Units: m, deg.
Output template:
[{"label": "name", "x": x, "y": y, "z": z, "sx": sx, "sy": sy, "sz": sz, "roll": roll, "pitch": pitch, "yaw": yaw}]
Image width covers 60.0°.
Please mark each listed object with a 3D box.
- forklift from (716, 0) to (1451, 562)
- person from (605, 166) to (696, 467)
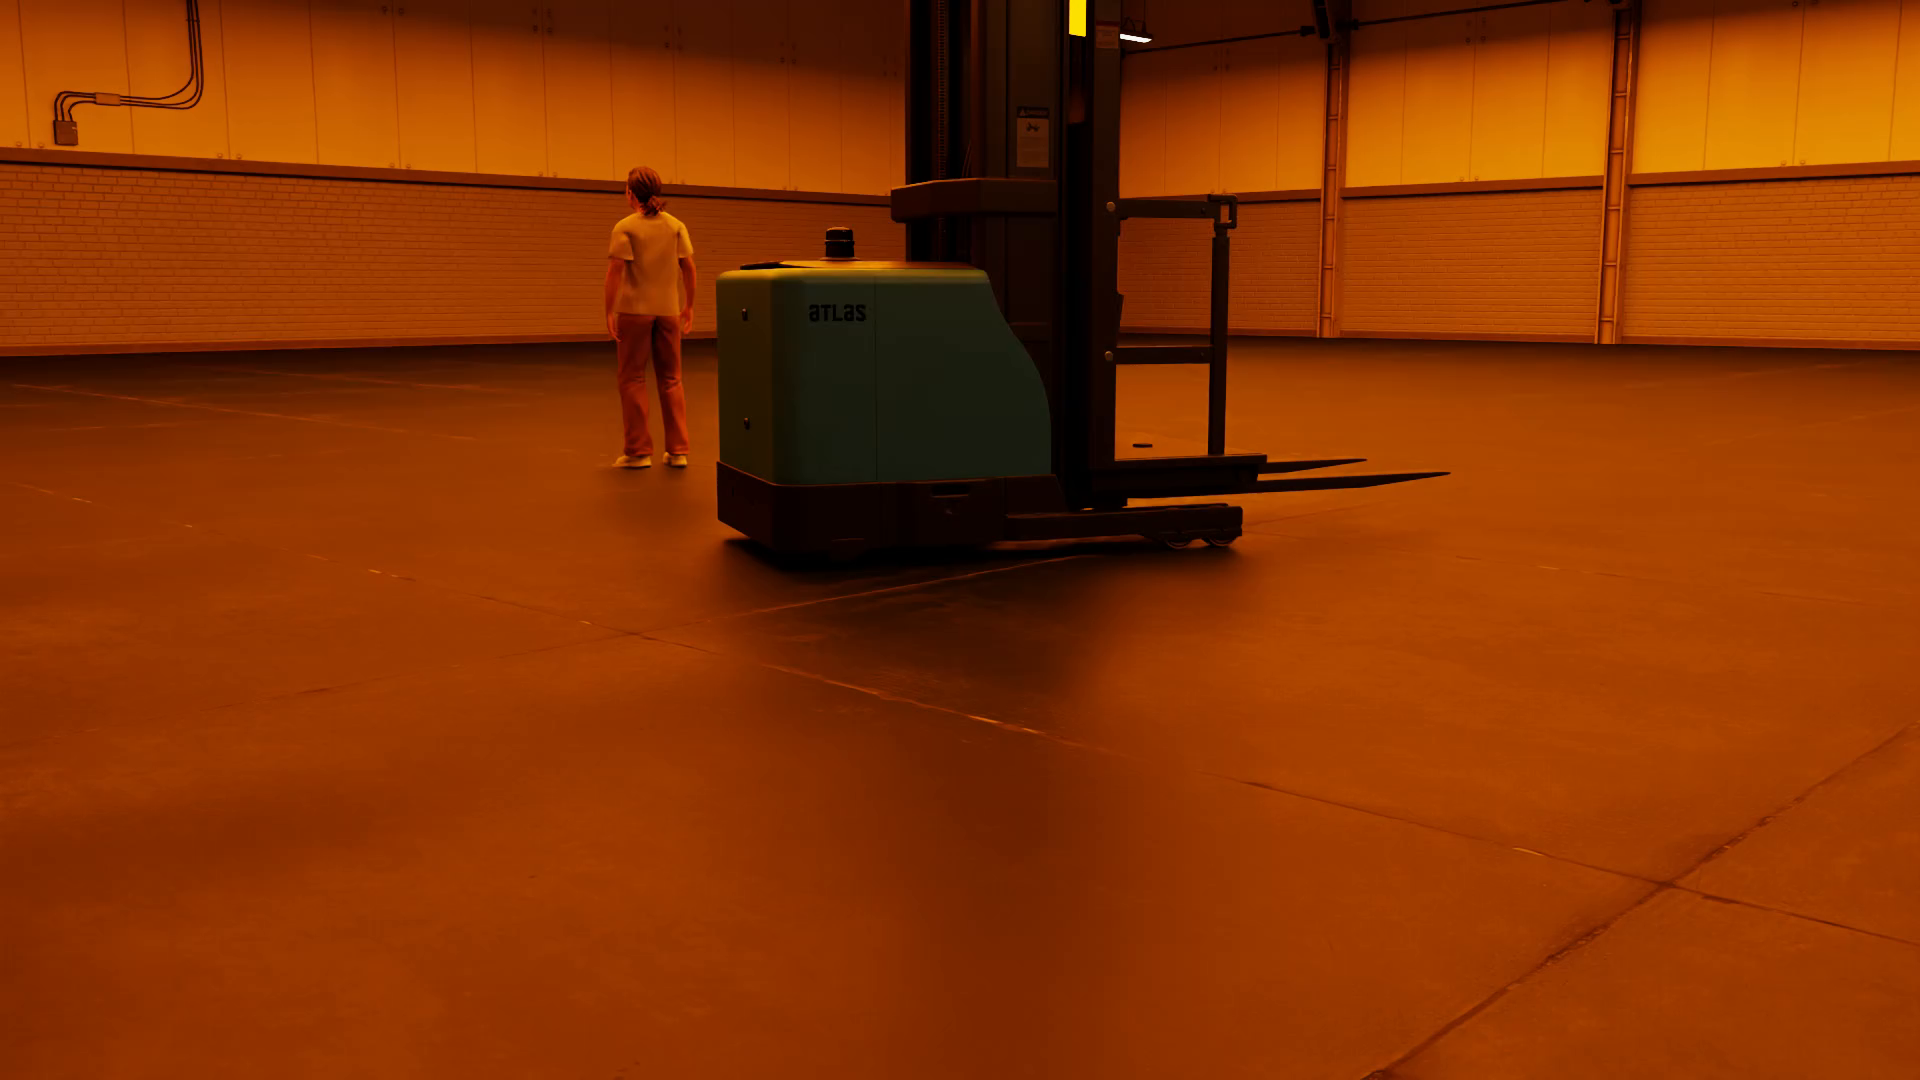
[{"label": "forklift", "x": 0.579, "y": -1.483, "z": 6.723, "sx": 3.031, "sy": 2.935, "sz": 1.130, "roll": -3, "pitch": 9, "yaw": -21}, {"label": "person", "x": -1.758, "y": -1.236, "z": 9.341, "sx": 0.538, "sy": 1.687, "sz": 0.482, "roll": -5, "pitch": 10, "yaw": -30}]
